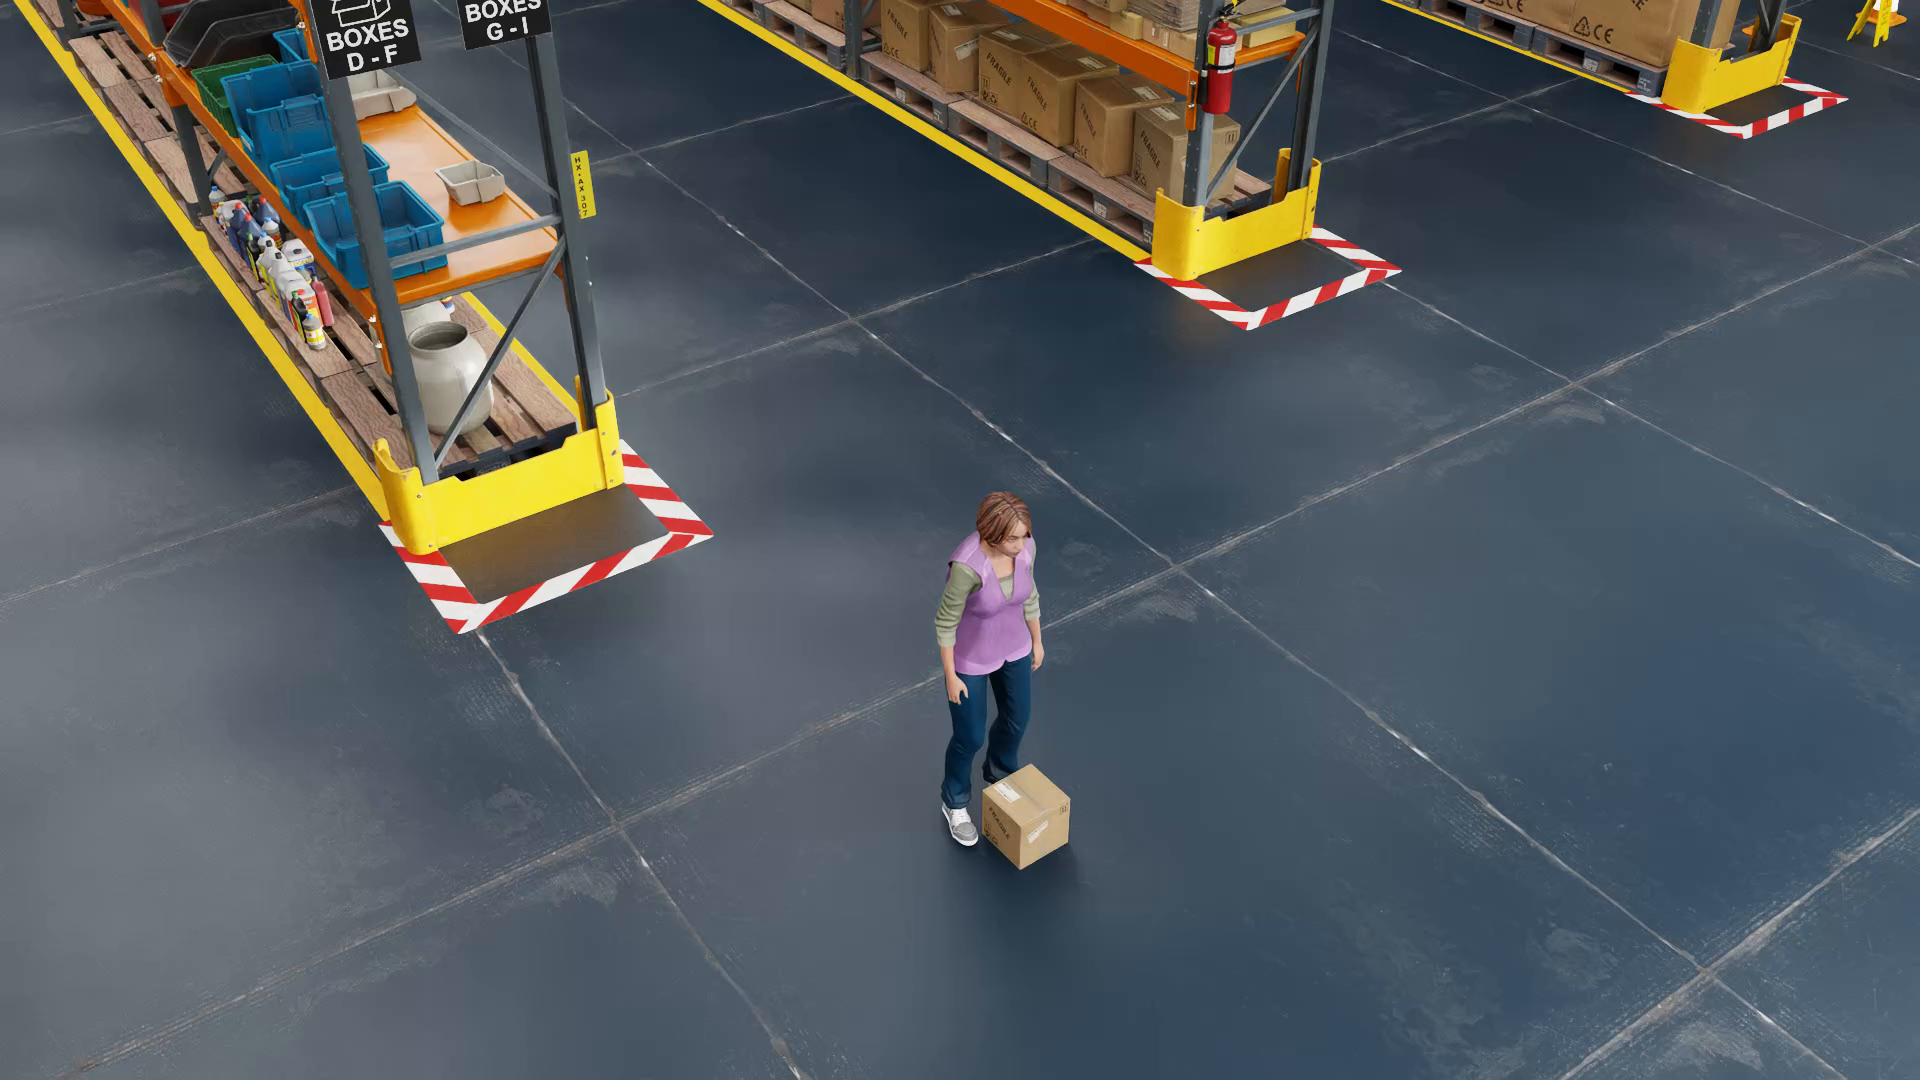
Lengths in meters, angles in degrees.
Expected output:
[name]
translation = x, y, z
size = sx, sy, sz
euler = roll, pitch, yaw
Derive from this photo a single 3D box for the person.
[person]
translation = 0.123, 0.461, 6.393
size = 0.461, 1.593, 0.365
euler = -23, 42, -27
